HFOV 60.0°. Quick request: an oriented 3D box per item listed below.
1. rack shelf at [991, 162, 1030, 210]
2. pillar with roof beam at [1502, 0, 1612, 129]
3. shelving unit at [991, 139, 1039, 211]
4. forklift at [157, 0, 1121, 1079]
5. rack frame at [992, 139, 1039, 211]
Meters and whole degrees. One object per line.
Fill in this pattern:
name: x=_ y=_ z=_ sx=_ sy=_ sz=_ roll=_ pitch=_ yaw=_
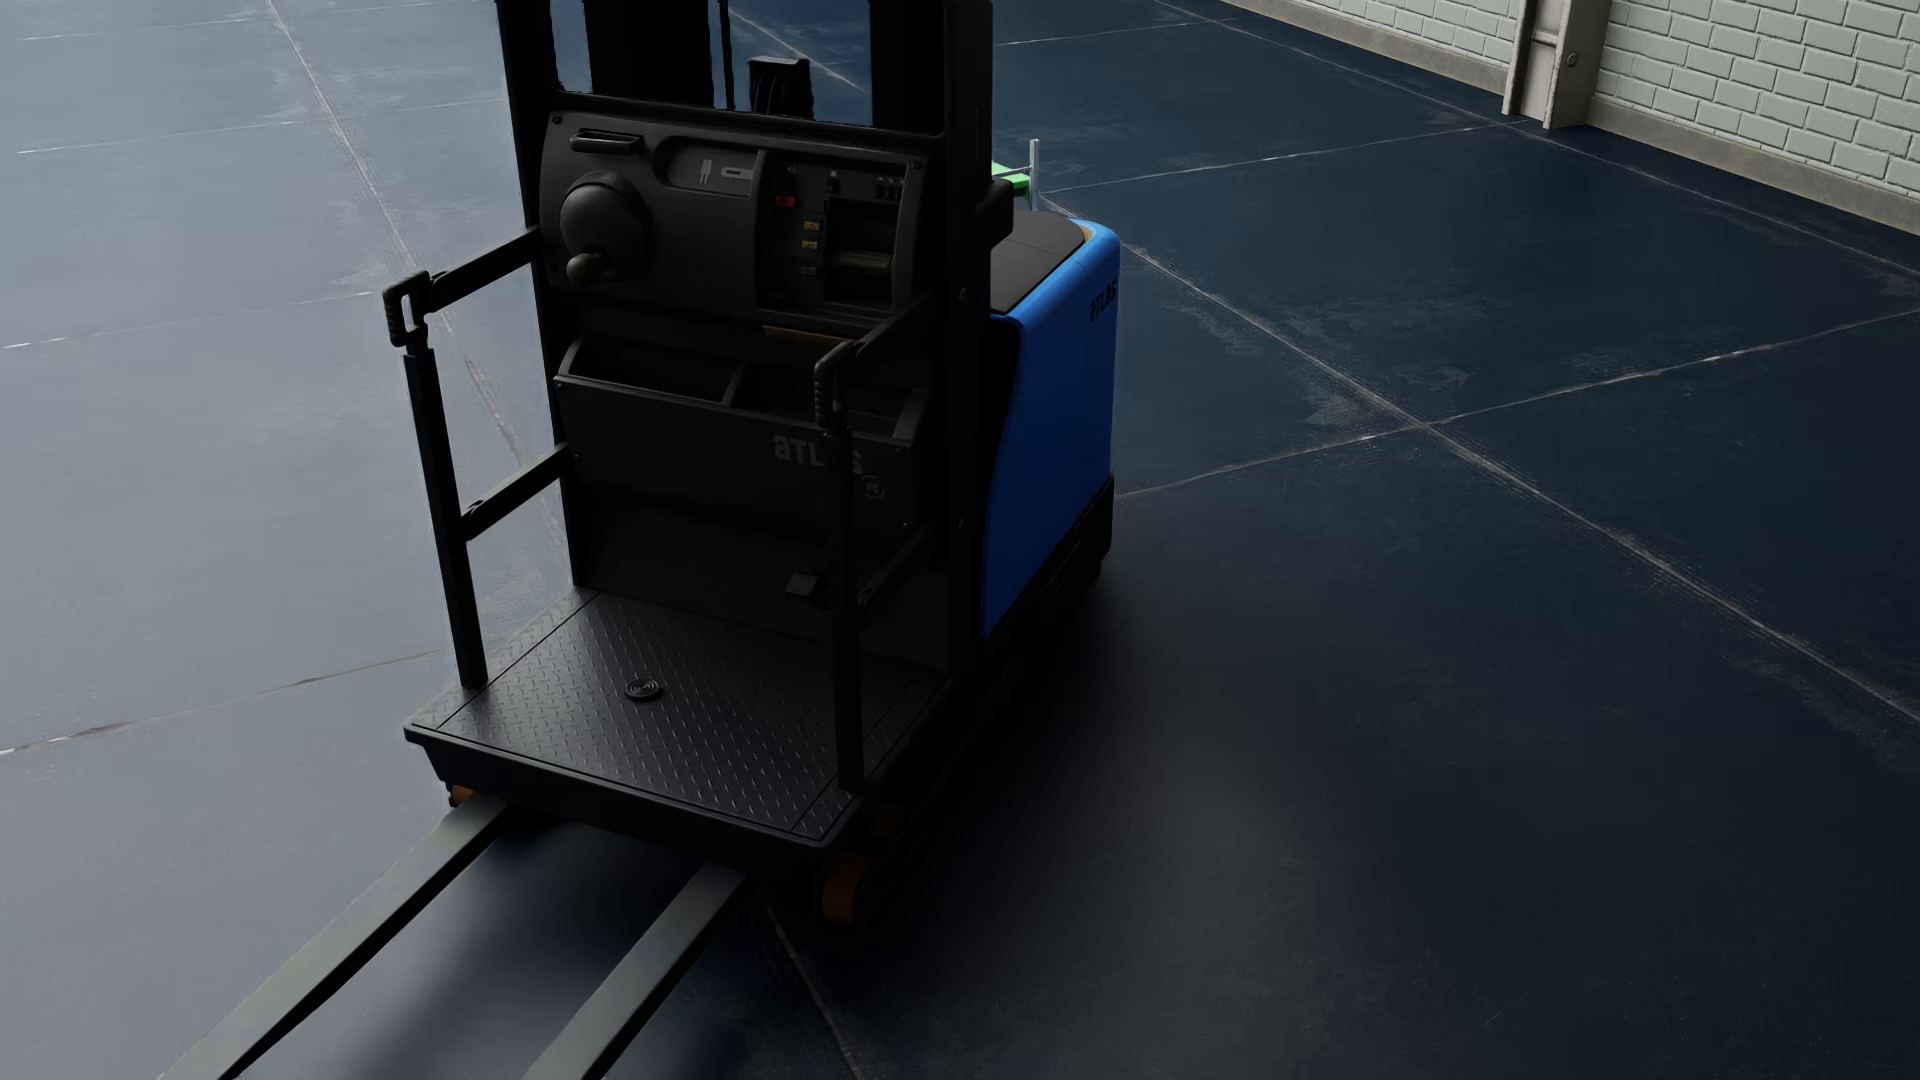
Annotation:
rack shelf: x=-0.011 y=-1.083 z=5.104 sx=0.258 sy=0.148 sz=0.480 roll=-19 pitch=34 yaw=-30
pillar with roof beam: x=-0.511 y=-5.458 z=5.784 sx=9.100 sy=9.000 sz=0.400 roll=-13 pitch=32 yaw=-22
shelving unit: x=-0.011 y=-0.720 z=5.307 sx=0.258 sy=1.200 sz=0.503 roll=-19 pitch=34 yaw=-30
forklift: x=-0.585 y=-0.653 z=3.418 sx=1.130 sy=2.935 sz=3.031 roll=12 pitch=31 yaw=20
rack frame: x=0.130 y=-0.623 z=5.134 sx=0.240 sy=1.200 sz=0.015 roll=-19 pitch=34 yaw=-30
